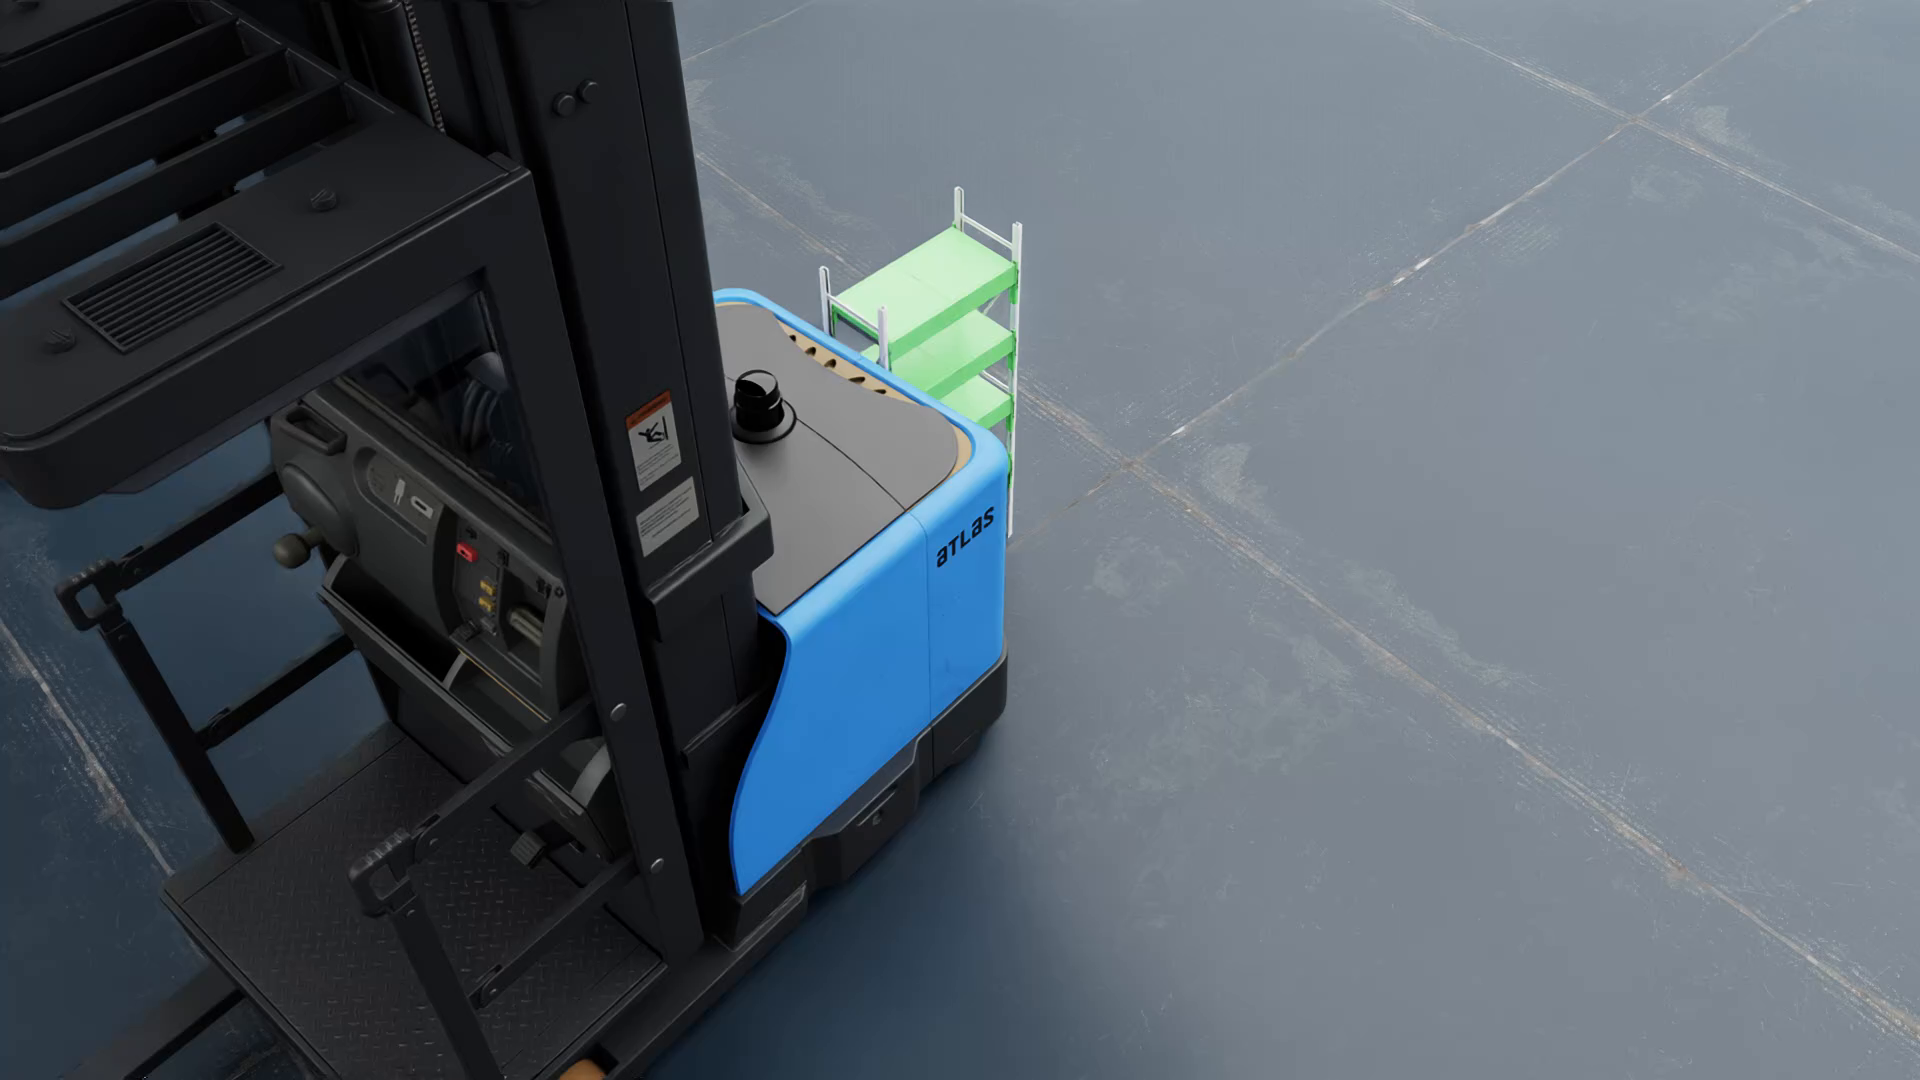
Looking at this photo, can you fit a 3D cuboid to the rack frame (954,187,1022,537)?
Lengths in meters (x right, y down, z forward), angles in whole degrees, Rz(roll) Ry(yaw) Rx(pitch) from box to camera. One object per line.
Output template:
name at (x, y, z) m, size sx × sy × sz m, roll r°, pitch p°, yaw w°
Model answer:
rack frame at (0.074, -0.483, 4.879) m, size 0.015 × 1.200 × 0.240 m, roll -36°, pitch 57°, yaw -29°

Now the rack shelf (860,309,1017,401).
rack shelf at (-0.099, -0.476, 4.633) m, size 0.480 × 0.148 × 0.258 m, roll -36°, pitch 57°, yaw -29°

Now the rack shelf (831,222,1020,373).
rack shelf at (-0.099, -0.639, 4.457) m, size 0.480 × 0.148 × 0.258 m, roll -36°, pitch 57°, yaw -29°

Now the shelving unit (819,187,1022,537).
shelving unit at (-0.099, -0.357, 4.763) m, size 0.503 × 1.200 × 0.258 m, roll -36°, pitch 57°, yaw -29°

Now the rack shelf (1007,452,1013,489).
rack shelf at (-0.099, -0.151, 4.986) m, size 0.480 × 0.148 × 0.258 m, roll -36°, pitch 57°, yaw -29°

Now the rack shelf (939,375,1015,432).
rack shelf at (-0.099, -0.313, 4.810) m, size 0.480 × 0.148 × 0.258 m, roll -36°, pitch 57°, yaw -29°

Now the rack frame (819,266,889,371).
rack frame at (-0.272, -0.230, 4.646) m, size 0.015 × 1.200 × 0.240 m, roll -36°, pitch 57°, yaw -29°

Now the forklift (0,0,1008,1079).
forklift at (-1.214, 0.085, 3.177) m, size 1.130 × 2.935 × 3.031 m, roll 33°, pitch 55°, yaw 26°
